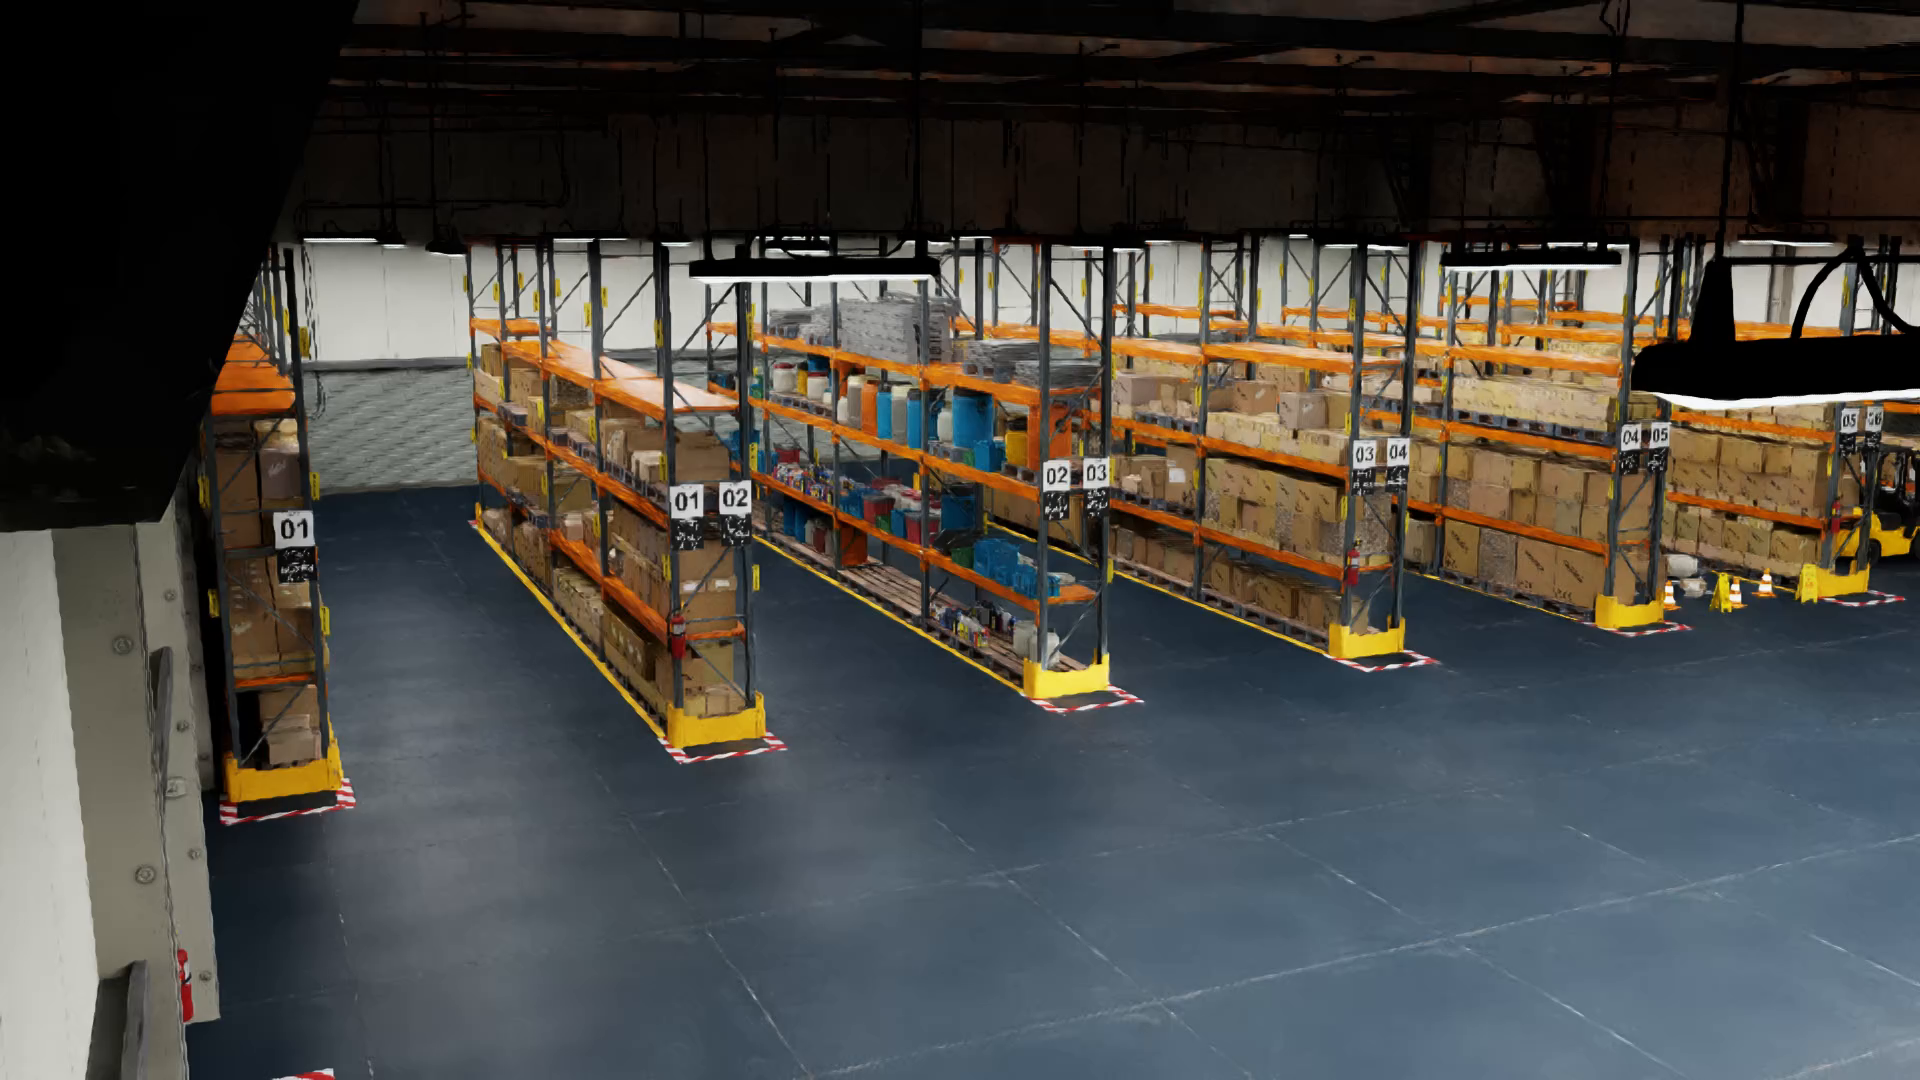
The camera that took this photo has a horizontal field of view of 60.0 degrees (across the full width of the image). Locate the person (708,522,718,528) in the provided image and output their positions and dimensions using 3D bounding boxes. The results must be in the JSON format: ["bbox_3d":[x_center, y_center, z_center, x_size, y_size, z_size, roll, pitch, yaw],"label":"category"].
[{"bbox_3d":[-4.363,0.008,28.658,0.577,1.673,0.463,9,14,40],"label":"person"}]
